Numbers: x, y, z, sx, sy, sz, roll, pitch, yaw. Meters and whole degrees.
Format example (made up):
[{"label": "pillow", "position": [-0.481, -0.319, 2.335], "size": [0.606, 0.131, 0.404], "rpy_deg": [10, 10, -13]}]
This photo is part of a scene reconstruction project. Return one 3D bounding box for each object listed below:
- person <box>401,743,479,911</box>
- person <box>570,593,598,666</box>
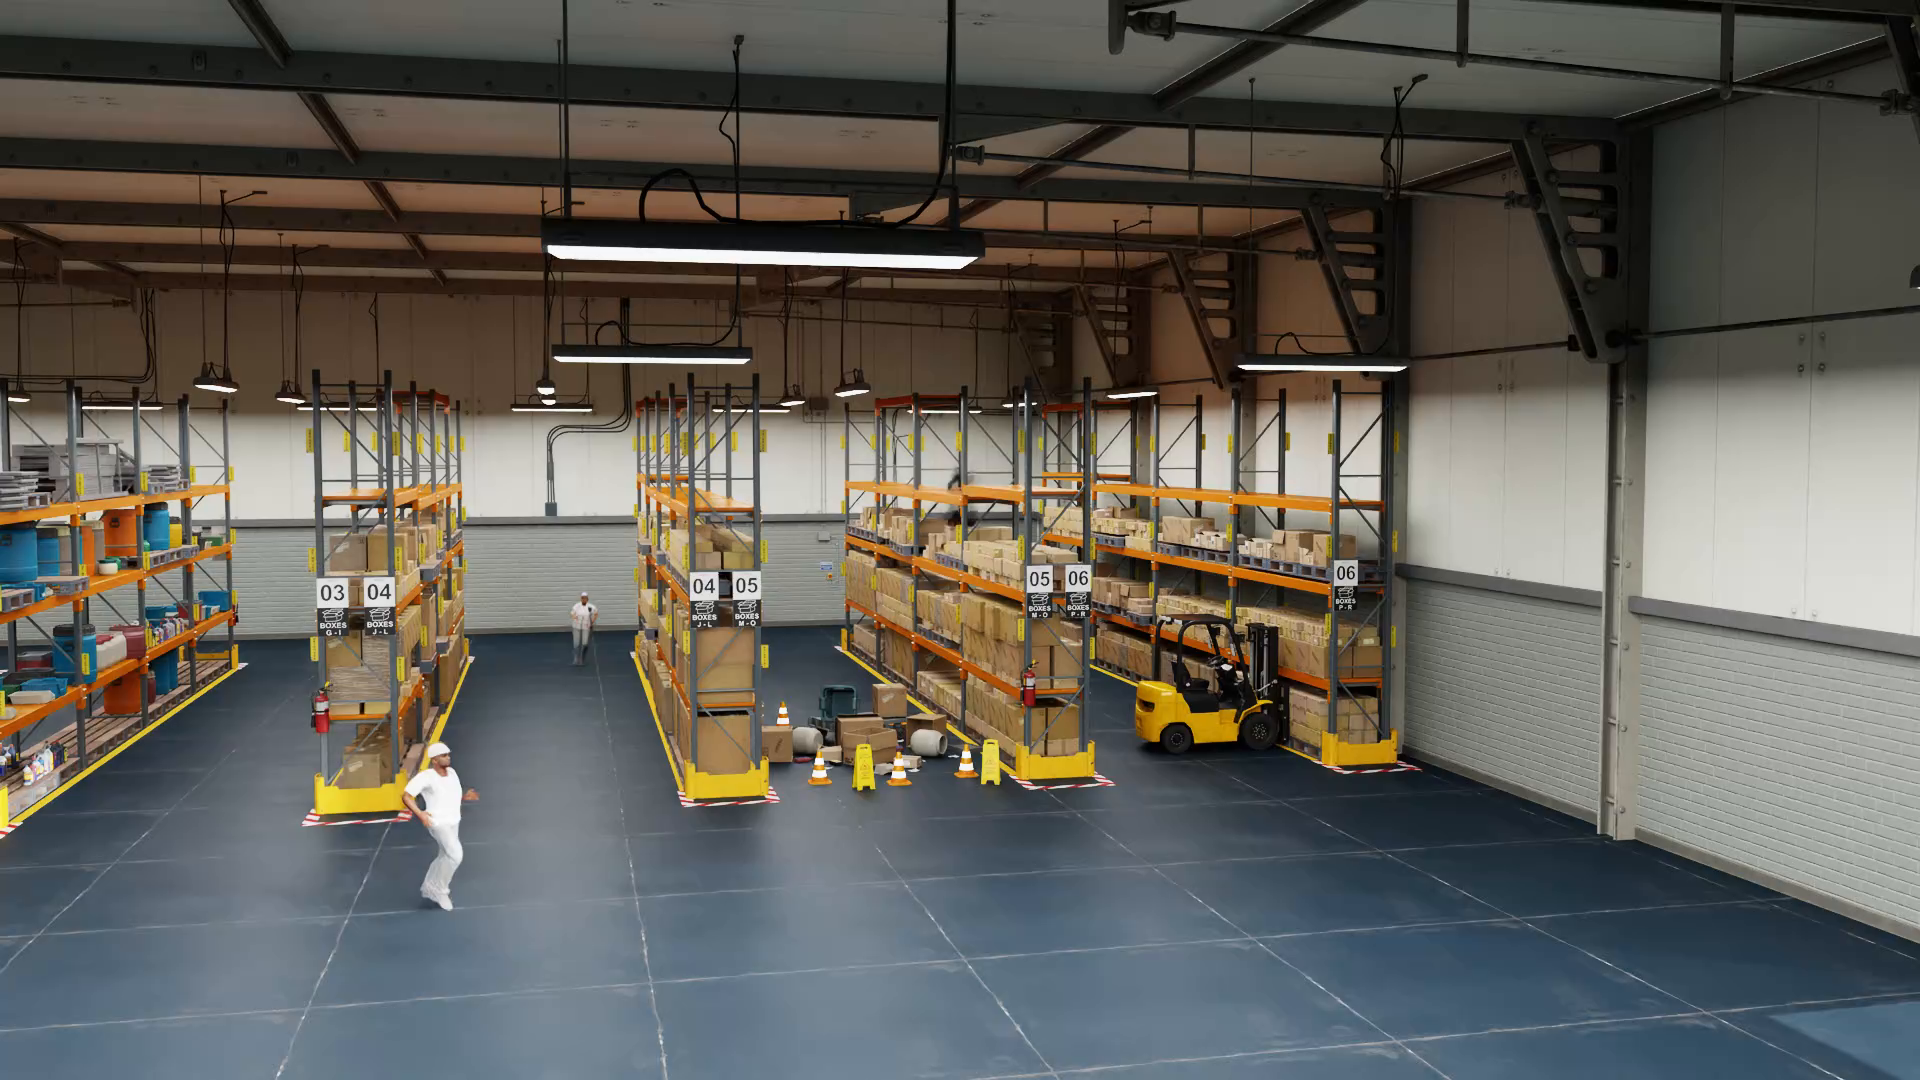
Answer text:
[{"label": "person", "position": [-5.564, 3.091, 17.963], "size": [0.687, 1.803, 0.675], "rpy_deg": [1, 3, 16]}, {"label": "person", "position": [-8.503, 2.030, 37.538], "size": [0.598, 1.683, 0.670], "rpy_deg": [0, 3, -6]}]
